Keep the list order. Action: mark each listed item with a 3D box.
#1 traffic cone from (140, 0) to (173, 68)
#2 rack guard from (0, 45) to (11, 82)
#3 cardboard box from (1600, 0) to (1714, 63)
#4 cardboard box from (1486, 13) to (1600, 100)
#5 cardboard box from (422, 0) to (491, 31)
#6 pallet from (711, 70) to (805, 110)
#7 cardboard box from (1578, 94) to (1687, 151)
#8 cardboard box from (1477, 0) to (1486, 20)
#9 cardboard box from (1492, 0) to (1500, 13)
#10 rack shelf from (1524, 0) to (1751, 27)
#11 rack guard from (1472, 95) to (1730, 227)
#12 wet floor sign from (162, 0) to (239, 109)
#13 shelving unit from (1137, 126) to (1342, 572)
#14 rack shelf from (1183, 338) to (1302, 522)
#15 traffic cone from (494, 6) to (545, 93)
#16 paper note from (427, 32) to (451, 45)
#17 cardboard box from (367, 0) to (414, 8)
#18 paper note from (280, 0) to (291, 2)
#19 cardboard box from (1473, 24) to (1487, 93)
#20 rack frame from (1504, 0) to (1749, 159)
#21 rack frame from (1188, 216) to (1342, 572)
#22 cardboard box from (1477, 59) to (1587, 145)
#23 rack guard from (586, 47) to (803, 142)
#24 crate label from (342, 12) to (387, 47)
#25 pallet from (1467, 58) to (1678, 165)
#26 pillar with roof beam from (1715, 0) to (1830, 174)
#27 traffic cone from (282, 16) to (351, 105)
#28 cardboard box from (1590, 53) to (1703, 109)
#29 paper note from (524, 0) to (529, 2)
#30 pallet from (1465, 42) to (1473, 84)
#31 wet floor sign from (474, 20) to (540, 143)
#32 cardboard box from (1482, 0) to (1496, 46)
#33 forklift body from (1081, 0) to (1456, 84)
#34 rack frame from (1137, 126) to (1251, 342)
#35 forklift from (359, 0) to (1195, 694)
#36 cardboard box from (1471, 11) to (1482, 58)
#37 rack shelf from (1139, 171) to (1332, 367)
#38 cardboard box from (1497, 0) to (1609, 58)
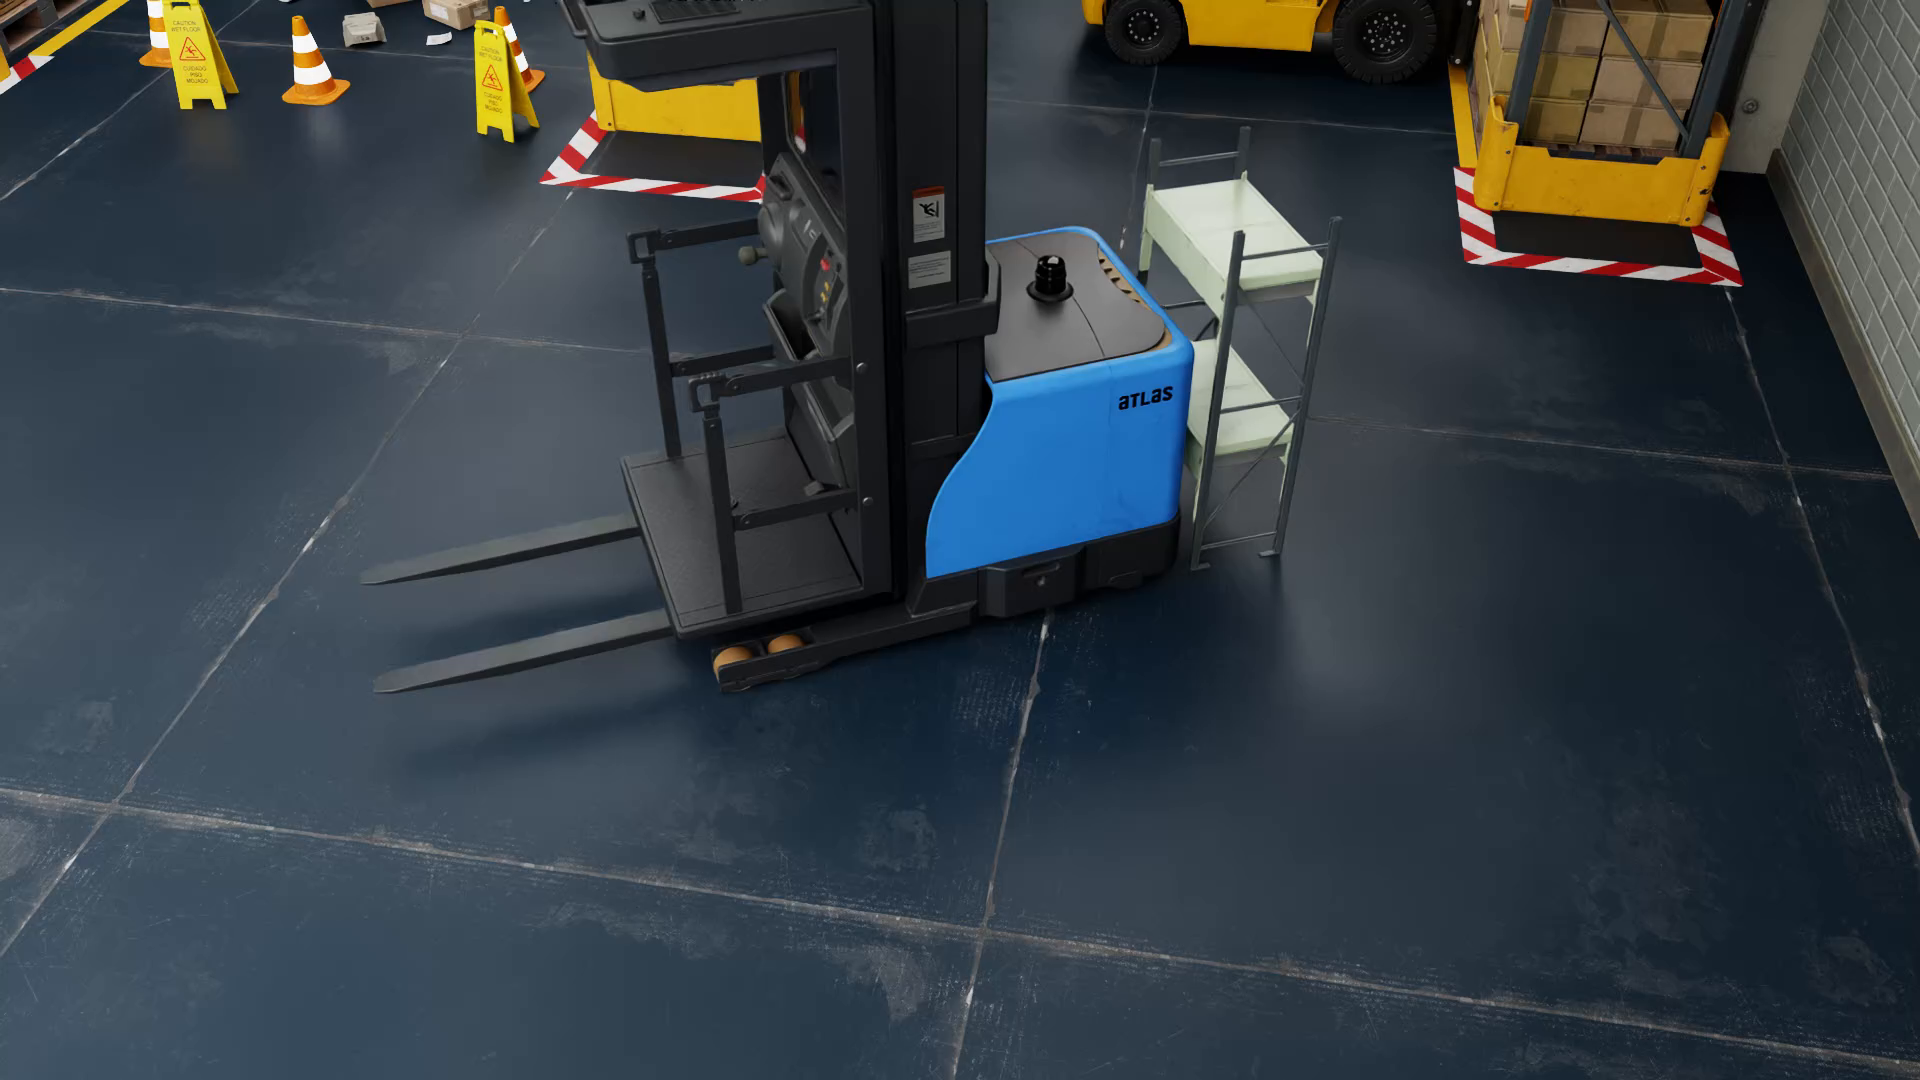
[{"bbox_3d":[-4.924,-3.210,10.270,0.336,0.463,0.334,6,40,8],"label":"traffic cone"},{"bbox_3d":[-6.419,-3.033,10.026,1.175,0.500,0.348,6,40,8],"label":"rack guard"},{"bbox_3d":[3.637,-2.752,8.768,0.500,0.250,0.500,6,40,7],"label":"cardboard box"},{"bbox_3d":[3.144,-2.619,8.999,0.500,0.250,0.500,6,40,7],"label":"cardboard box"},{"bbox_3d":[-3.285,-3.475,10.836,0.380,0.149,0.250,28,47,30],"label":"cardboard box"},{"bbox_3d":[-1.334,-3.008,10.222,1.003,0.211,1.213,6,40,8],"label":"pallet"},{"bbox_3d":[3.645,-2.373,9.094,0.500,0.250,0.500,7,40,8],"label":"cardboard box"},{"bbox_3d":[3.310,-3.258,9.773,0.500,0.250,0.500,6,40,7],"label":"cardboard box"},{"bbox_3d":[3.222,-3.116,9.208,0.500,0.250,0.500,7,40,8],"label":"cardboard box"},{"bbox_3d":[3.713,-3.962,9.752,1.077,0.370,4.000,6,40,8],"label":"rack shelf"},{"bbox_3d":[3.363,-2.005,8.783,1.175,0.500,0.348,6,40,8],"label":"rack guard"},{"bbox_3d":[-4.470,-2.867,9.712,0.267,0.644,0.232,0,40,0],"label":"wet floor sign"},{"bbox_3d":[1.001,-0.720,6.437,0.431,1.500,0.755,-11,41,-14],"label":"shelving unit"},{"bbox_3d":[0.995,-0.467,6.643,0.431,0.370,0.720,-11,41,-14],"label":"rack shelf"},{"bbox_3d":[-2.718,-2.963,9.971,0.336,0.463,0.334,6,40,8],"label":"traffic cone"},{"bbox_3d":[-3.319,-3.197,10.593,0.148,0.019,0.142,-6,40,-8],"label":"paper note"},{"bbox_3d":[-3.712,-3.948,11.130,0.797,0.503,0.637,-20,44,-23],"label":"cardboard box"},{"bbox_3d":[-4.479,-3.637,11.126,0.144,0.017,0.142,20,44,23],"label":"paper note"},{"bbox_3d":[3.233,-2.727,9.522,0.500,0.250,0.500,6,40,8],"label":"cardboard box"},{"bbox_3d":[3.367,-2.984,8.005,1.000,3.000,0.127,6,40,8],"label":"rack frame"},{"bbox_3d":[1.112,-0.497,6.168,0.400,1.500,0.023,-11,41,-14],"label":"rack frame"},{"bbox_3d":[3.137,-2.416,9.146,0.500,0.250,0.500,7,40,8],"label":"cardboard box"},{"bbox_3d":[-1.509,-2.613,9.518,1.175,0.500,0.348,6,40,8],"label":"rack guard"},{"bbox_3d":[-3.795,-3.247,10.570,0.250,0.136,0.298,-13,41,-15],"label":"crate label"},{"bbox_3d":[3.458,-2.394,9.479,1.003,0.211,1.213,6,40,8],"label":"pallet"},{"bbox_3d":[0.135,-6.108,7.076,9.100,9.000,0.400,6,40,8],"label":"pillar with roof beam"},{"bbox_3d":[-3.870,-2.872,9.861,0.336,0.463,0.334,6,40,8],"label":"traffic cone"},{"bbox_3d":[3.653,-2.551,8.917,0.500,0.250,0.500,7,40,8],"label":"cardboard box"},{"bbox_3d":[-2.883,-3.629,11.131,0.032,0.001,0.123,6,40,8],"label":"paper note"},{"bbox_3d":[3.672,-3.157,10.403,1.003,0.211,1.213,6,40,8],"label":"pallet"},{"bbox_3d":[-2.609,-2.620,9.413,0.267,0.644,0.232,20,44,23],"label":"wet floor sign"},{"bbox_3d":[3.241,-2.932,9.378,0.500,0.250,0.500,6,40,7],"label":"cardboard box"},{"bbox_3d":[1.899,-4.048,9.958,2.313,2.155,1.214,6,40,8],"label":"forklift body"},{"bbox_3d":[0.891,-0.942,6.705,0.400,1.500,0.023,-11,41,-14],"label":"rack frame"},{"bbox_3d":[-0.719,-0.956,5.607,3.031,2.935,1.130,-13,41,-15],"label":"forklift"},{"bbox_3d":[3.328,-3.040,9.901,0.500,0.250,0.500,7,40,8],"label":"cardboard box"},{"bbox_3d":[1.008,-1.022,6.190,0.431,0.370,0.720,-11,41,-14],"label":"rack shelf"},{"bbox_3d":[3.140,-2.795,8.820,0.500,0.250,0.500,8,40,9],"label":"cardboard box"}]
